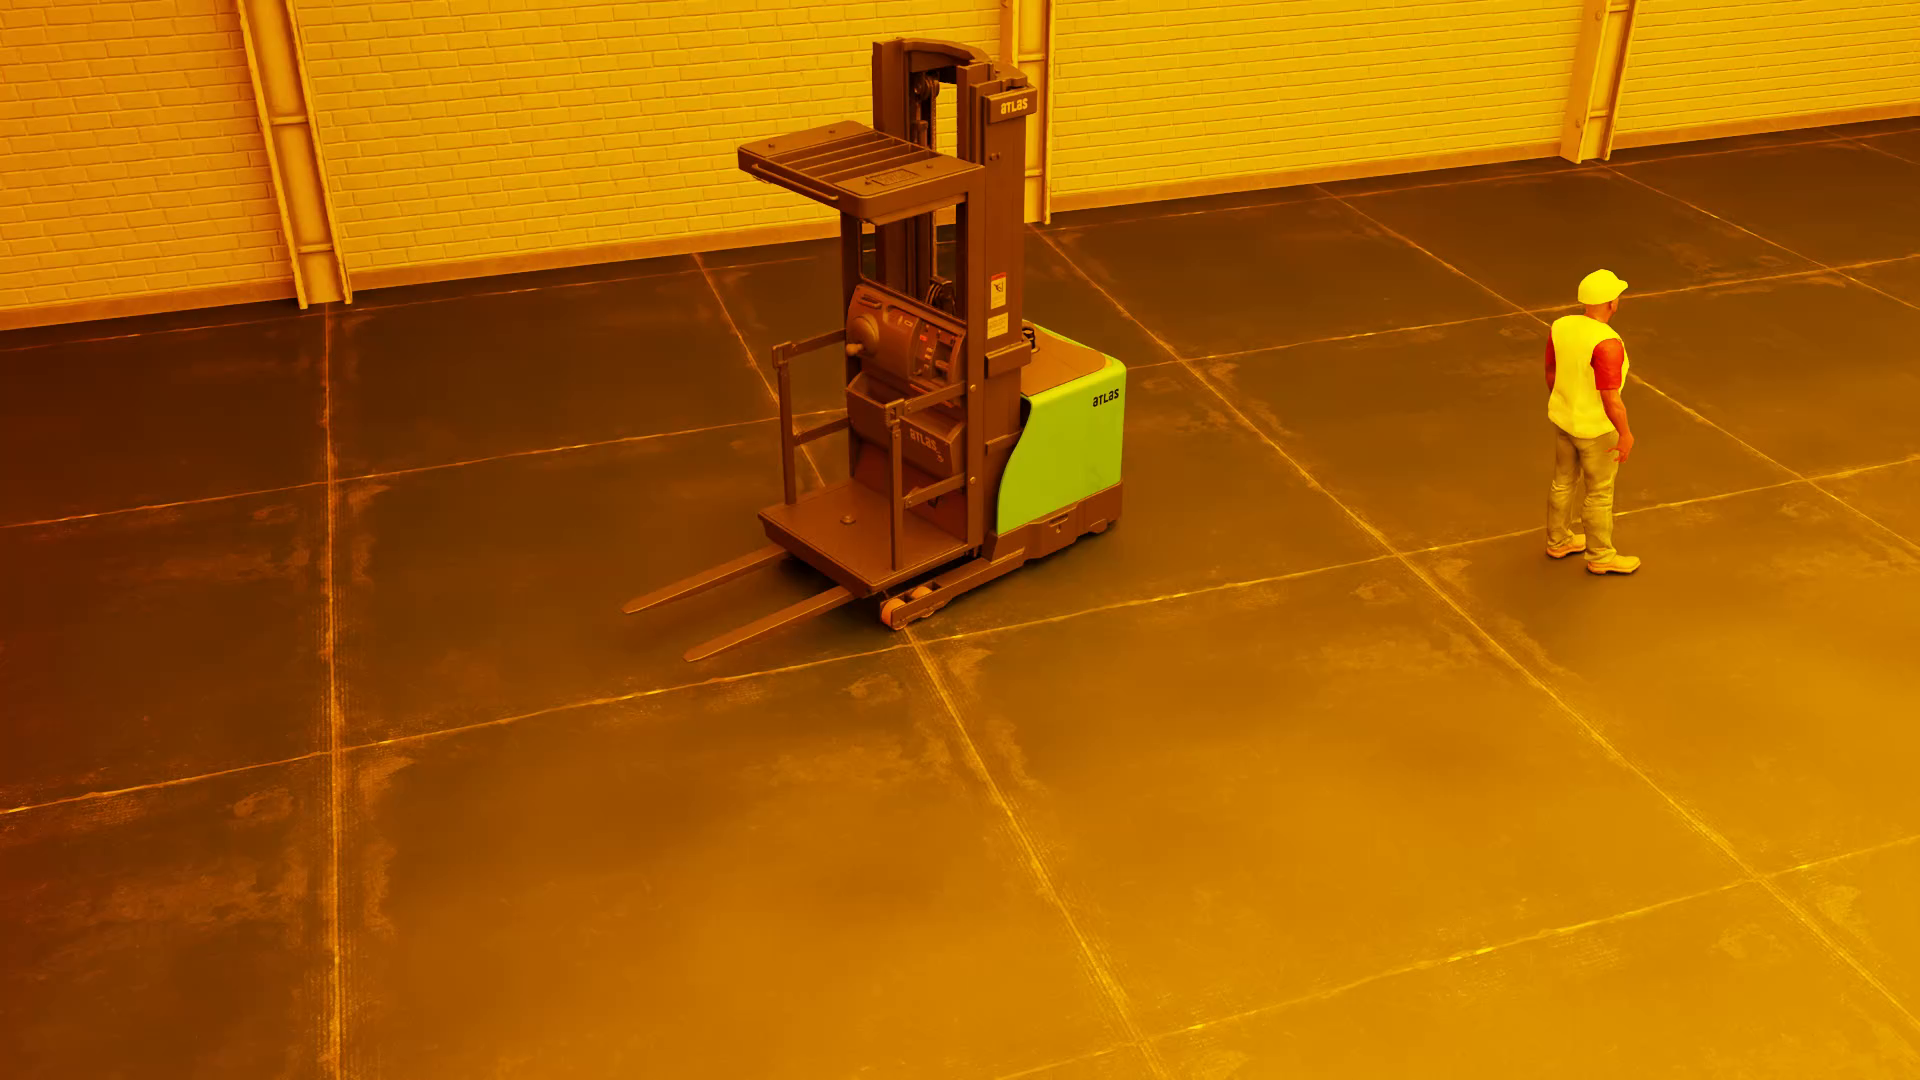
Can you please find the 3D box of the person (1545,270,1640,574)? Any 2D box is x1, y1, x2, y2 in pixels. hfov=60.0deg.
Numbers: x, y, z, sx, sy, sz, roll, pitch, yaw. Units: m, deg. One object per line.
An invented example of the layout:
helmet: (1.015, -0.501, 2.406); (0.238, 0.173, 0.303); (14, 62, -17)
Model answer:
person: (3.614, -0.689, 9.438); (0.575, 1.768, 0.665); (-9, 31, -16)

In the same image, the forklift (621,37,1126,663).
forklift: (-0.461, -1.072, 8.951); (3.031, 2.935, 1.130); (-23, 37, -34)
